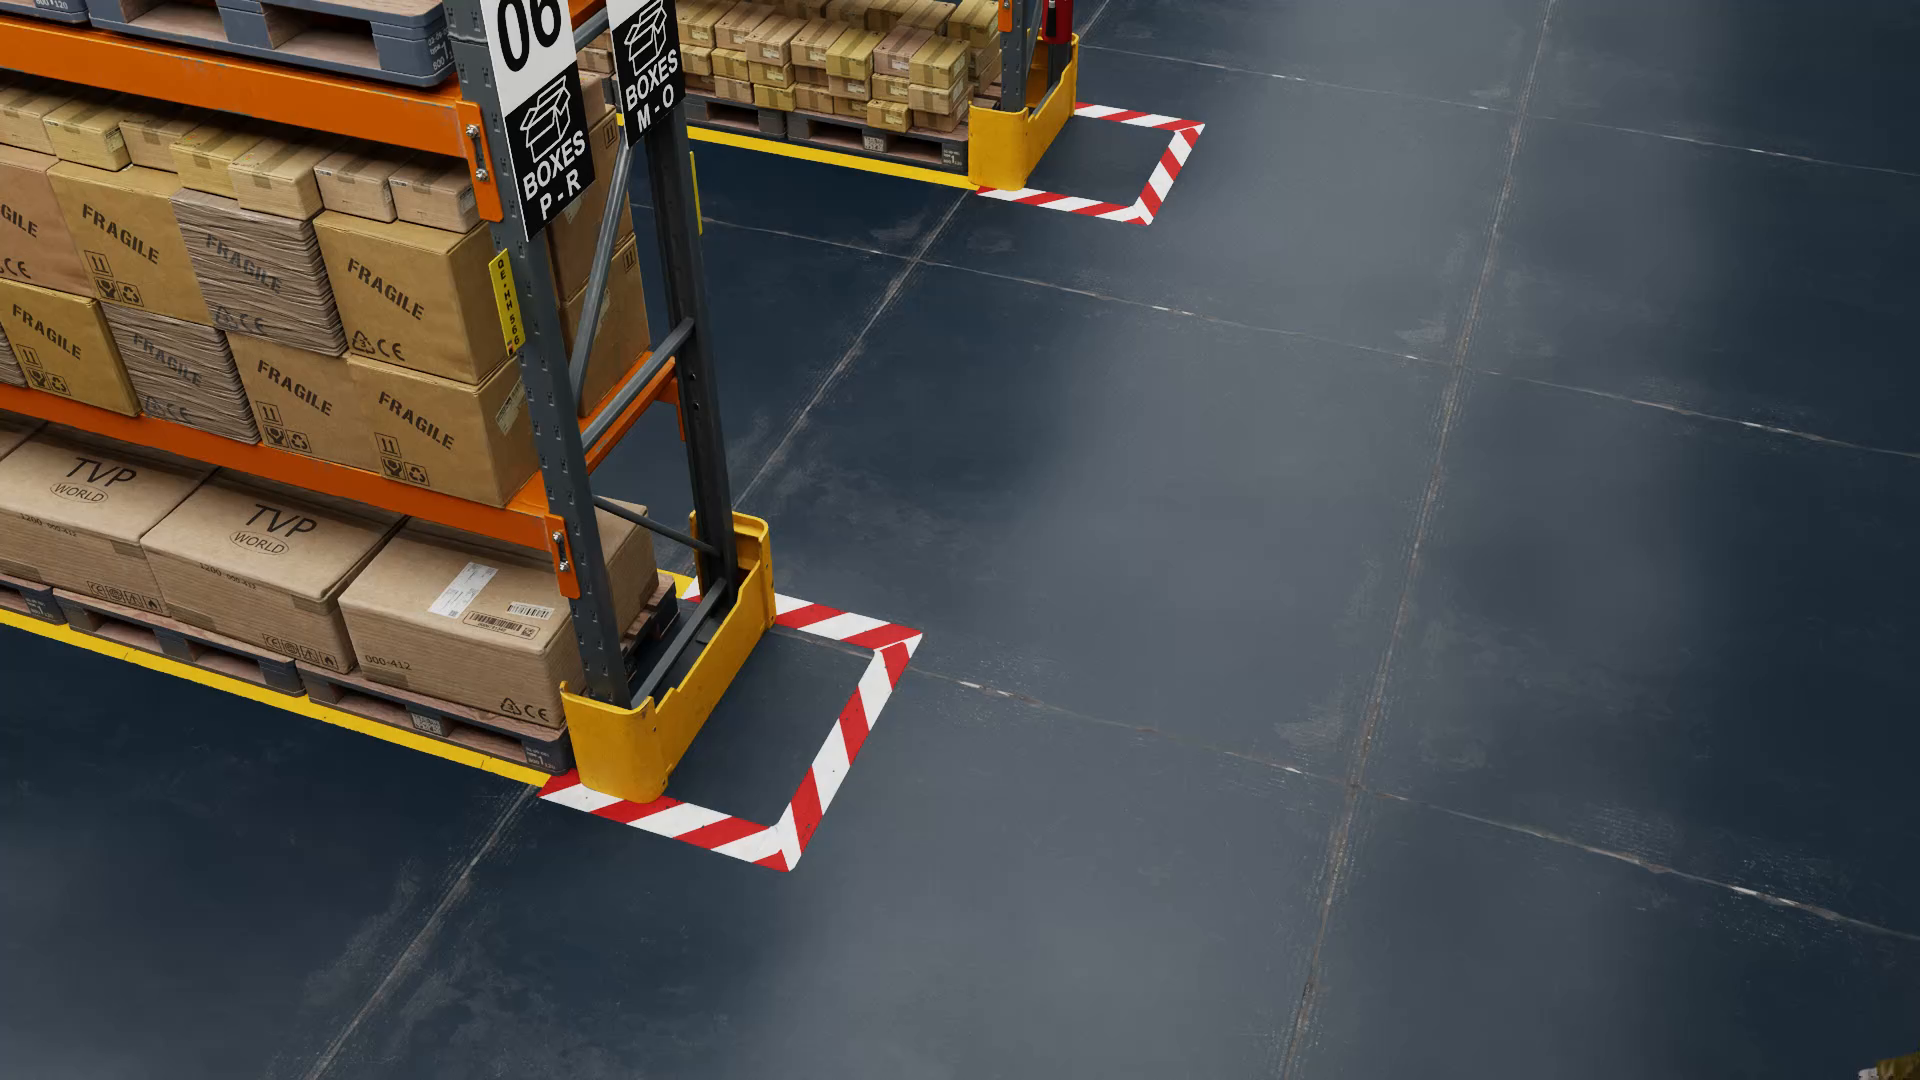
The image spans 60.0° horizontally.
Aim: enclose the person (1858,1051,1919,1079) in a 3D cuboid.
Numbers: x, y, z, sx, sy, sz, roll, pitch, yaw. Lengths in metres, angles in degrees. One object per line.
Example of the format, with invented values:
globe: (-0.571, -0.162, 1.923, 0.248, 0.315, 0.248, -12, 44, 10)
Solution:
person: (3.155, 1.308, 4.681, 0.701, 1.764, 0.634, 21, 45, 22)
